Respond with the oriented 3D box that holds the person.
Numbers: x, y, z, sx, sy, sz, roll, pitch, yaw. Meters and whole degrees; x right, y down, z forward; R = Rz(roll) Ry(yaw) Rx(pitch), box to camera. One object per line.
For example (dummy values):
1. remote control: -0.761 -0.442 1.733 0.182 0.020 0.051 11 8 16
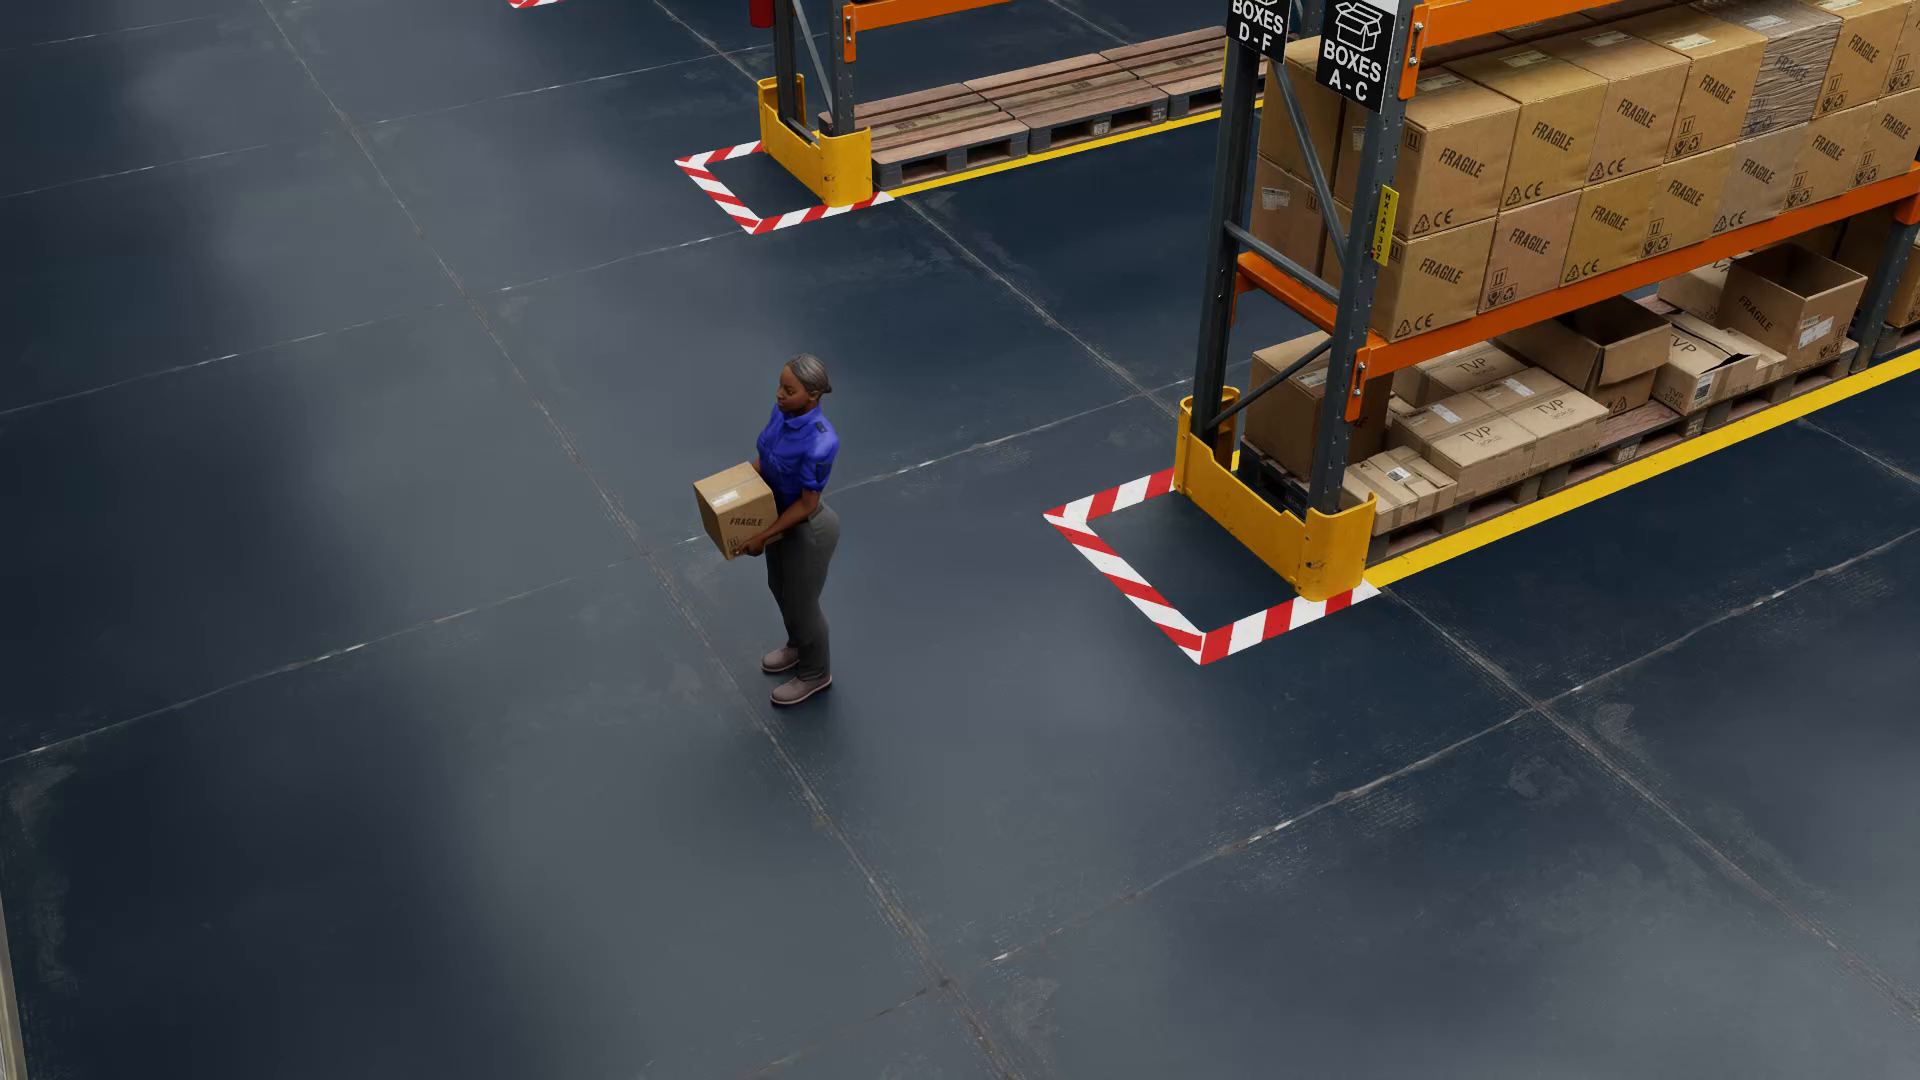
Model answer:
1. person: -0.746 -0.032 6.982 0.517 1.647 0.450 -19 41 -23
